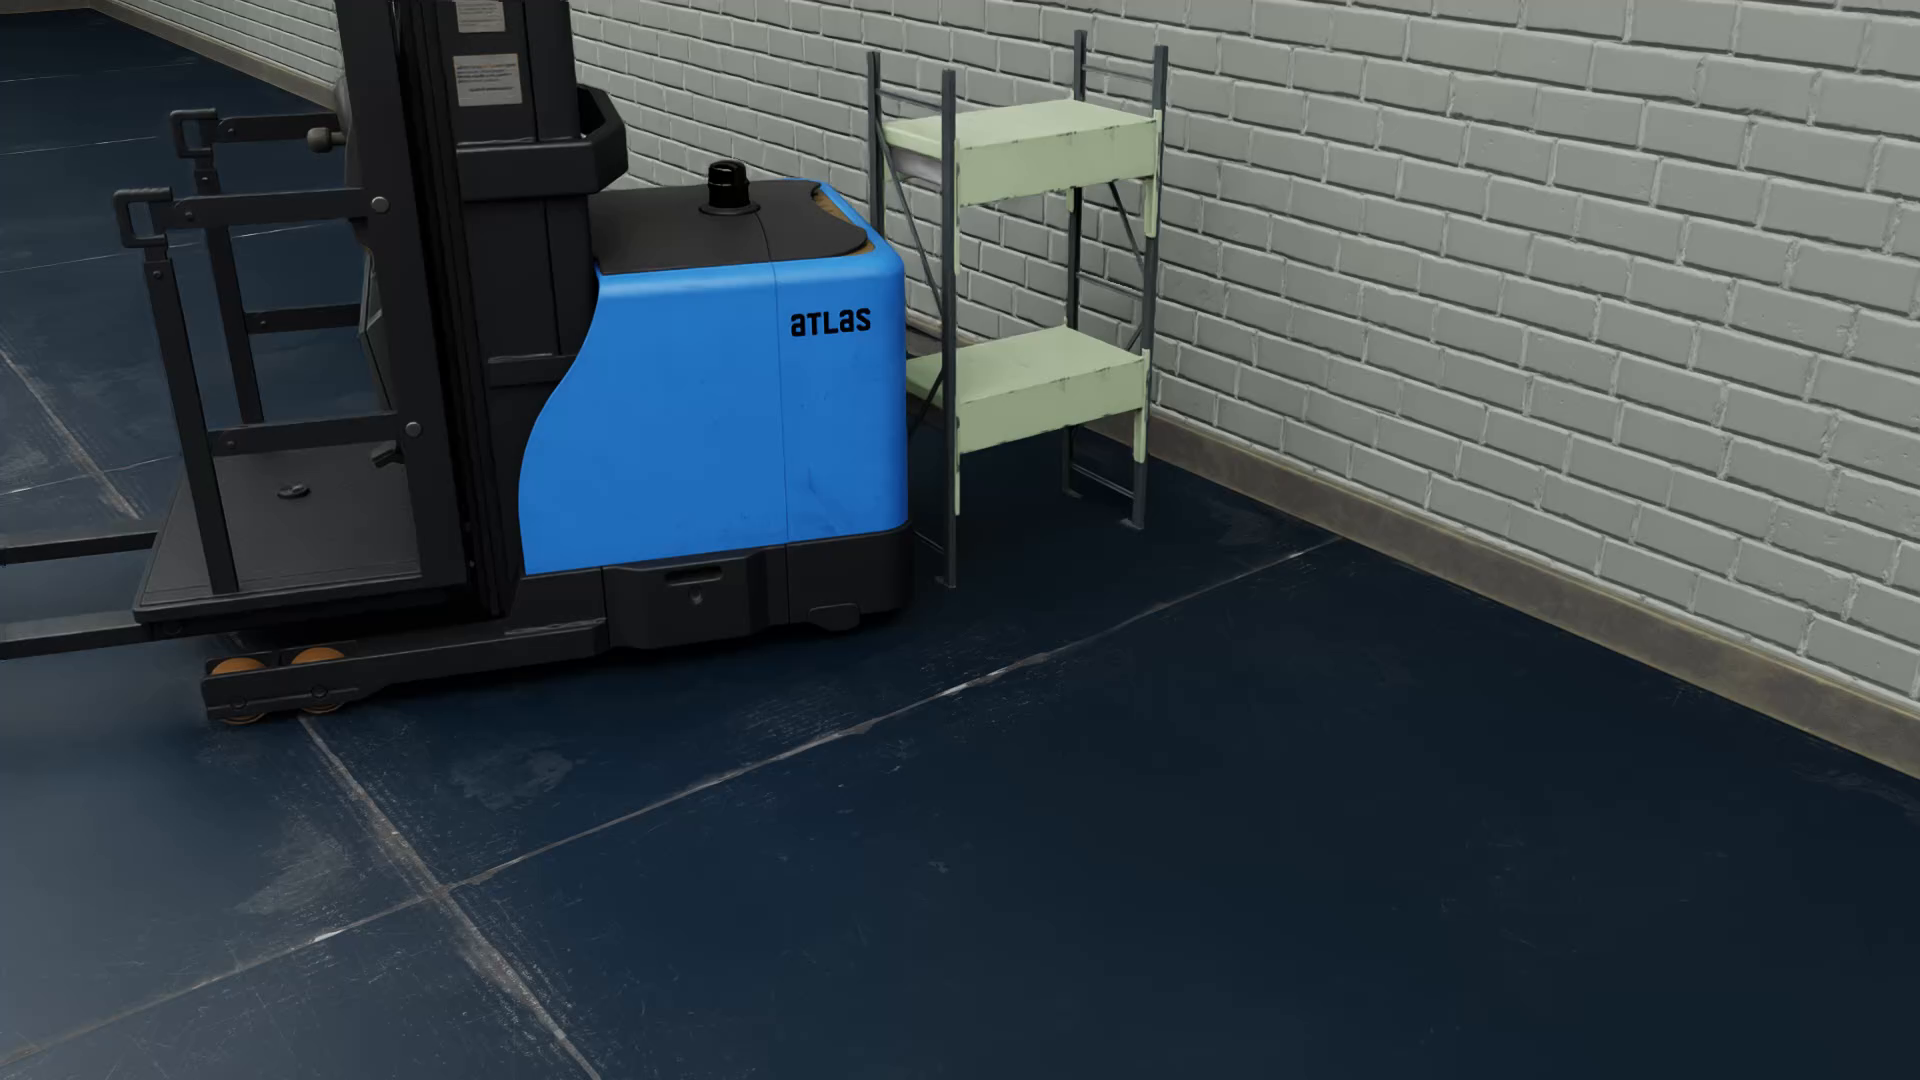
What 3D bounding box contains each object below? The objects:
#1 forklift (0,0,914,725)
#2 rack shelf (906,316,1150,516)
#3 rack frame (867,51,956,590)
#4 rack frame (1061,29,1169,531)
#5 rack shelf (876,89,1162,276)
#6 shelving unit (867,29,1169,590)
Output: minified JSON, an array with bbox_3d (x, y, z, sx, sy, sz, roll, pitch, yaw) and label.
[{"bbox_3d":[-1.706,-1.108,4.155,3.031,2.935,1.130,-7,26,-15],"label":"forklift"},{"bbox_3d":[0.165,-0.395,5.094,0.720,0.370,0.431,-16,30,-31],"label":"rack shelf"},{"bbox_3d":[-0.135,-0.603,4.767,0.023,1.500,0.400,-16,30,-31],"label":"rack frame"},{"bbox_3d":[0.465,-0.779,5.147,0.023,1.500,0.400,-16,30,-31],"label":"rack frame"},{"bbox_3d":[0.165,-1.045,4.793,0.720,0.370,0.431,-16,30,-31],"label":"rack shelf"},{"bbox_3d":[0.165,-0.691,4.957,0.755,1.500,0.431,-16,30,-31],"label":"shelving unit"}]
